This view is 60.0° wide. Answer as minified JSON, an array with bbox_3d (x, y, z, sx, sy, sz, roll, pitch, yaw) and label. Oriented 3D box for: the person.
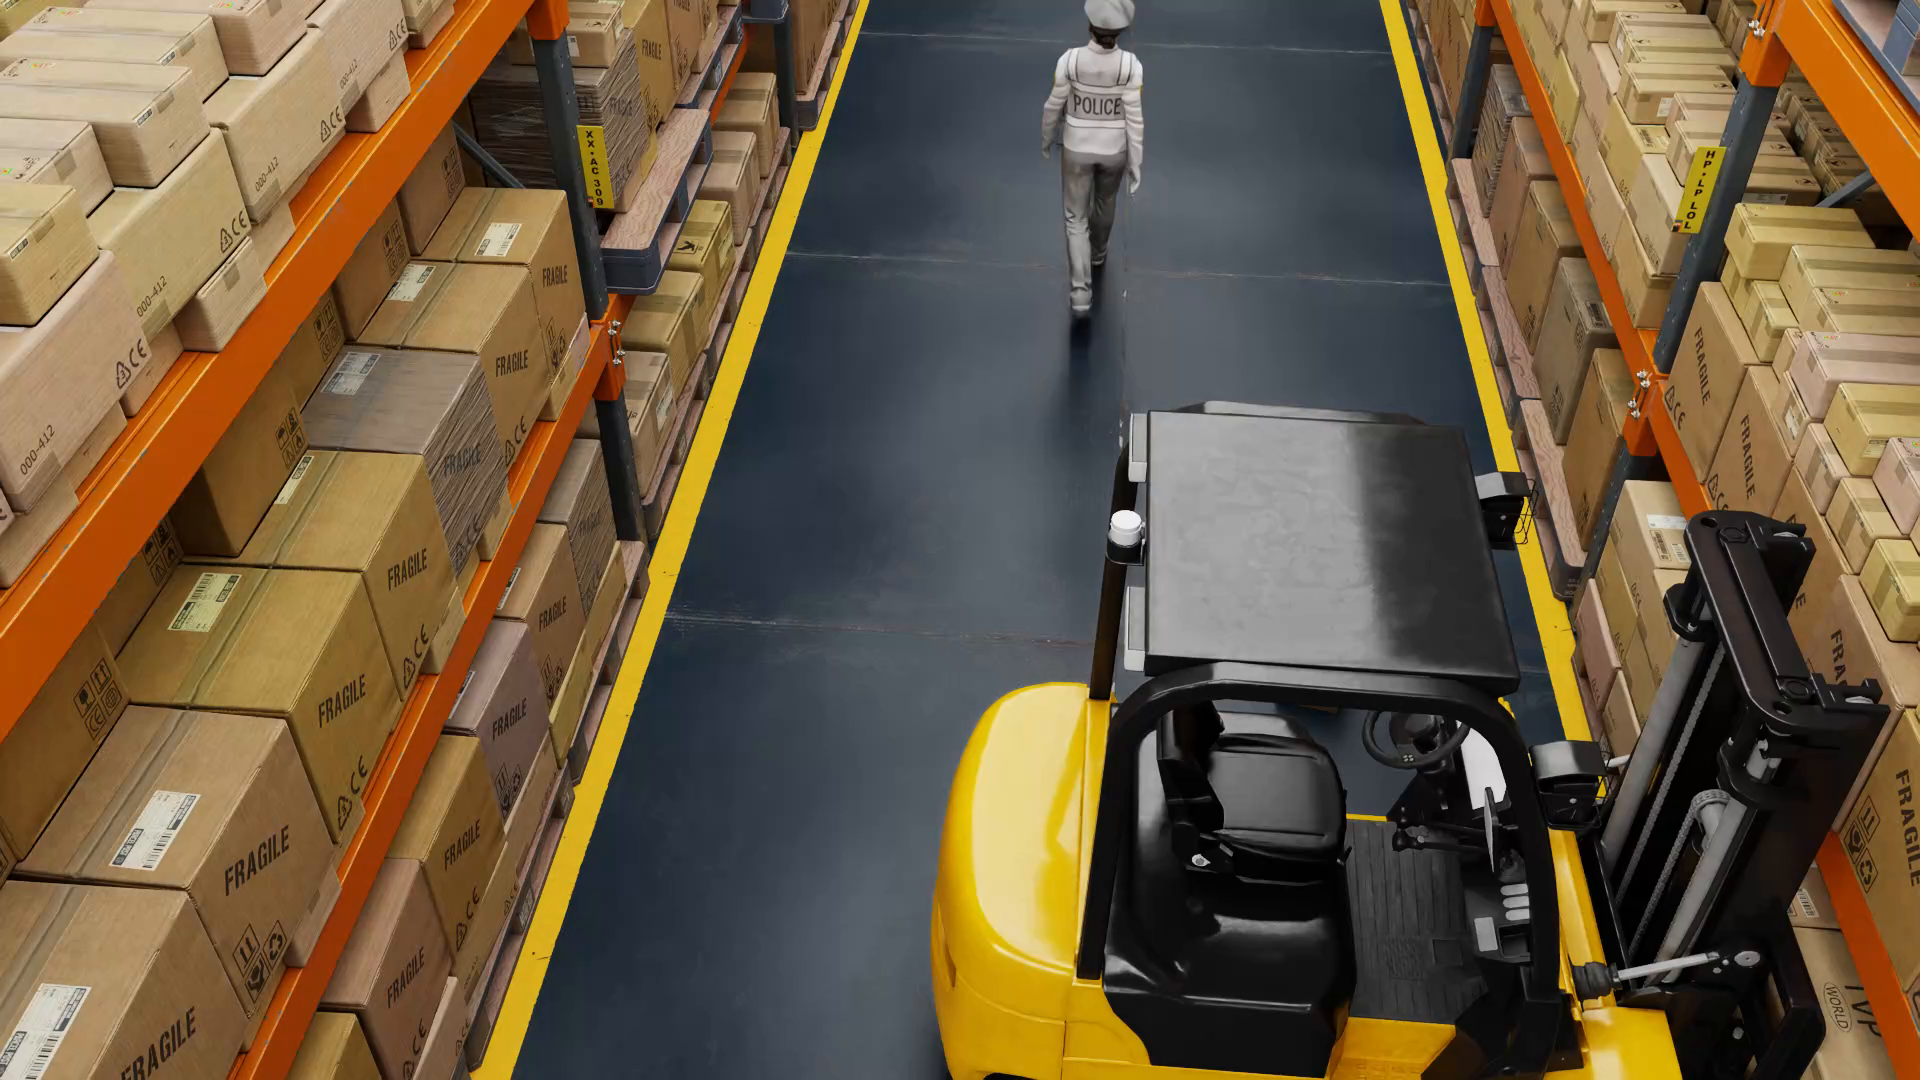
[{"bbox_3d":[0.672,-2.010,8.497,0.510,1.645,0.973,1,40,1],"label":"person"}]
